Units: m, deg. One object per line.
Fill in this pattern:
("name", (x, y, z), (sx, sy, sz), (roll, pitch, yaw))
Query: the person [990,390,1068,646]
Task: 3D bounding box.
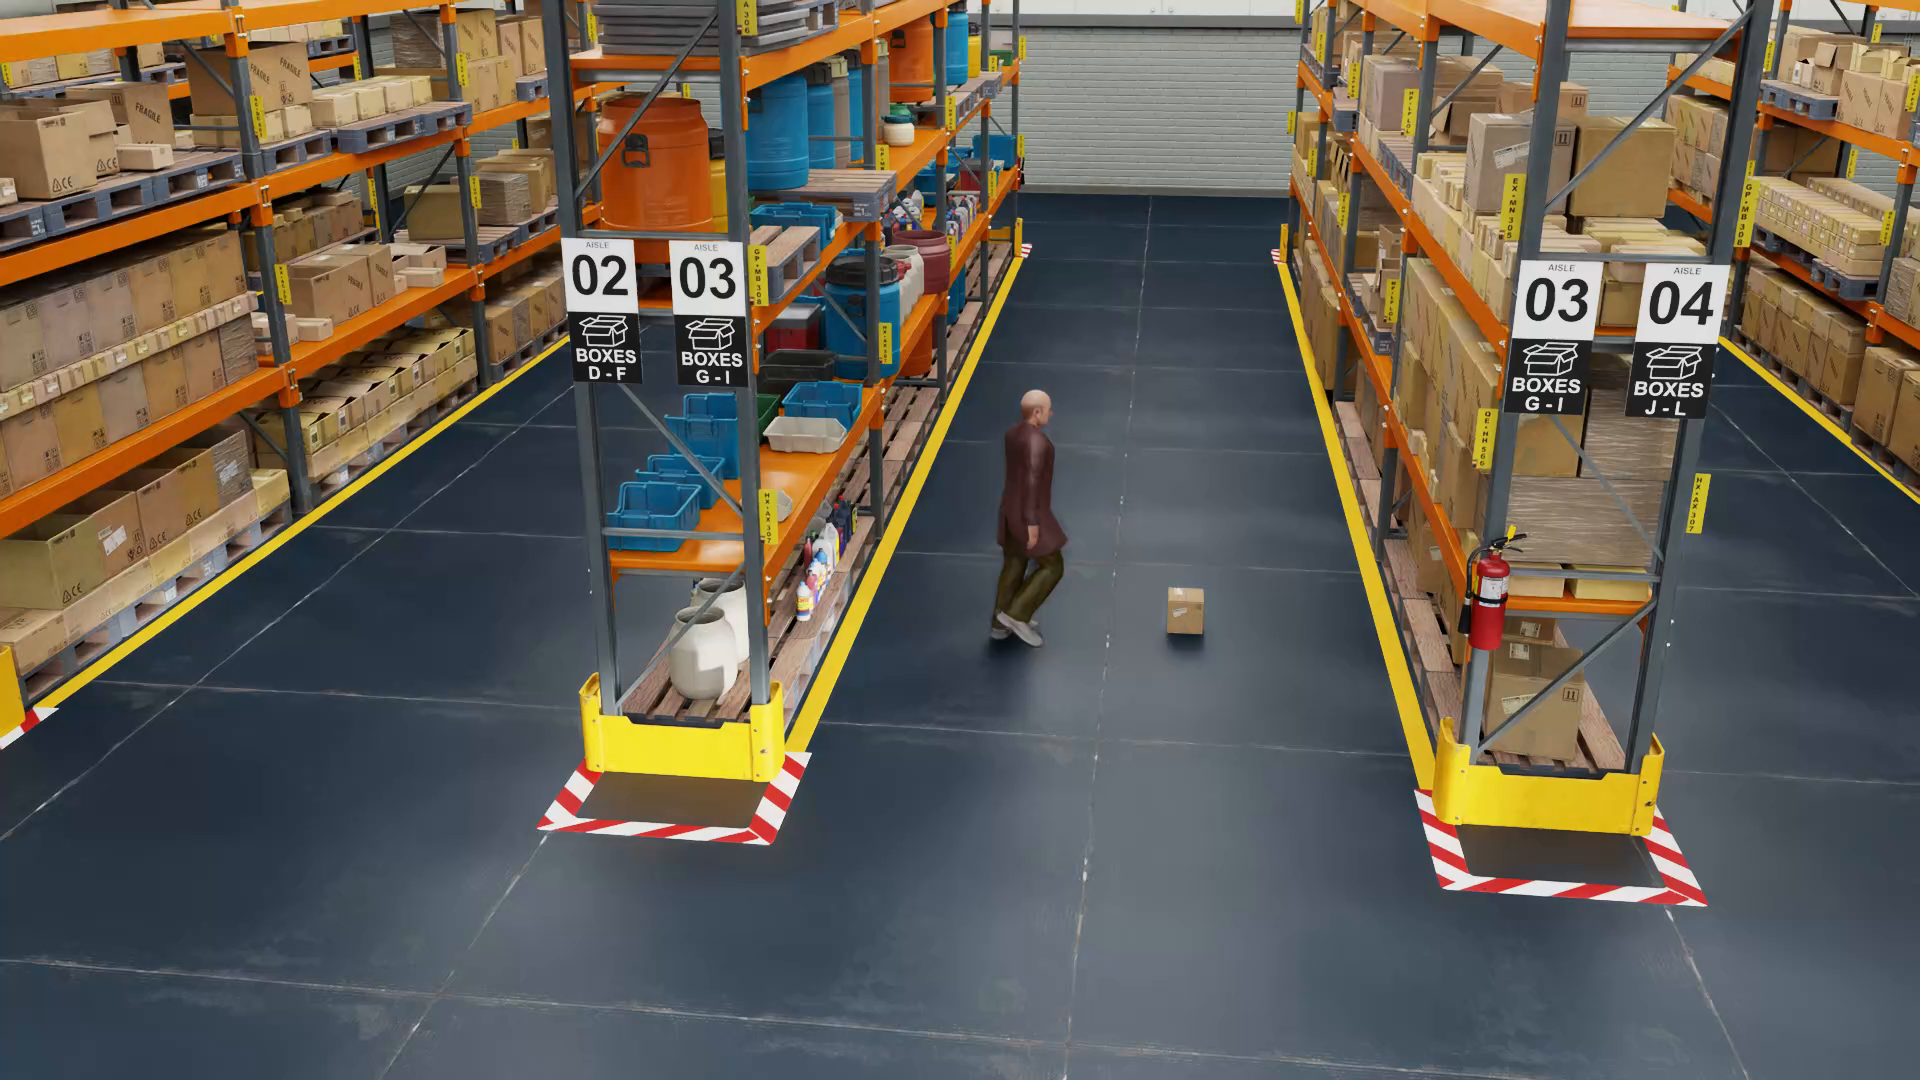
("person", (0.454, -0.159, 11.464), (0.503, 1.768, 0.606), (-9, 23, -22))
